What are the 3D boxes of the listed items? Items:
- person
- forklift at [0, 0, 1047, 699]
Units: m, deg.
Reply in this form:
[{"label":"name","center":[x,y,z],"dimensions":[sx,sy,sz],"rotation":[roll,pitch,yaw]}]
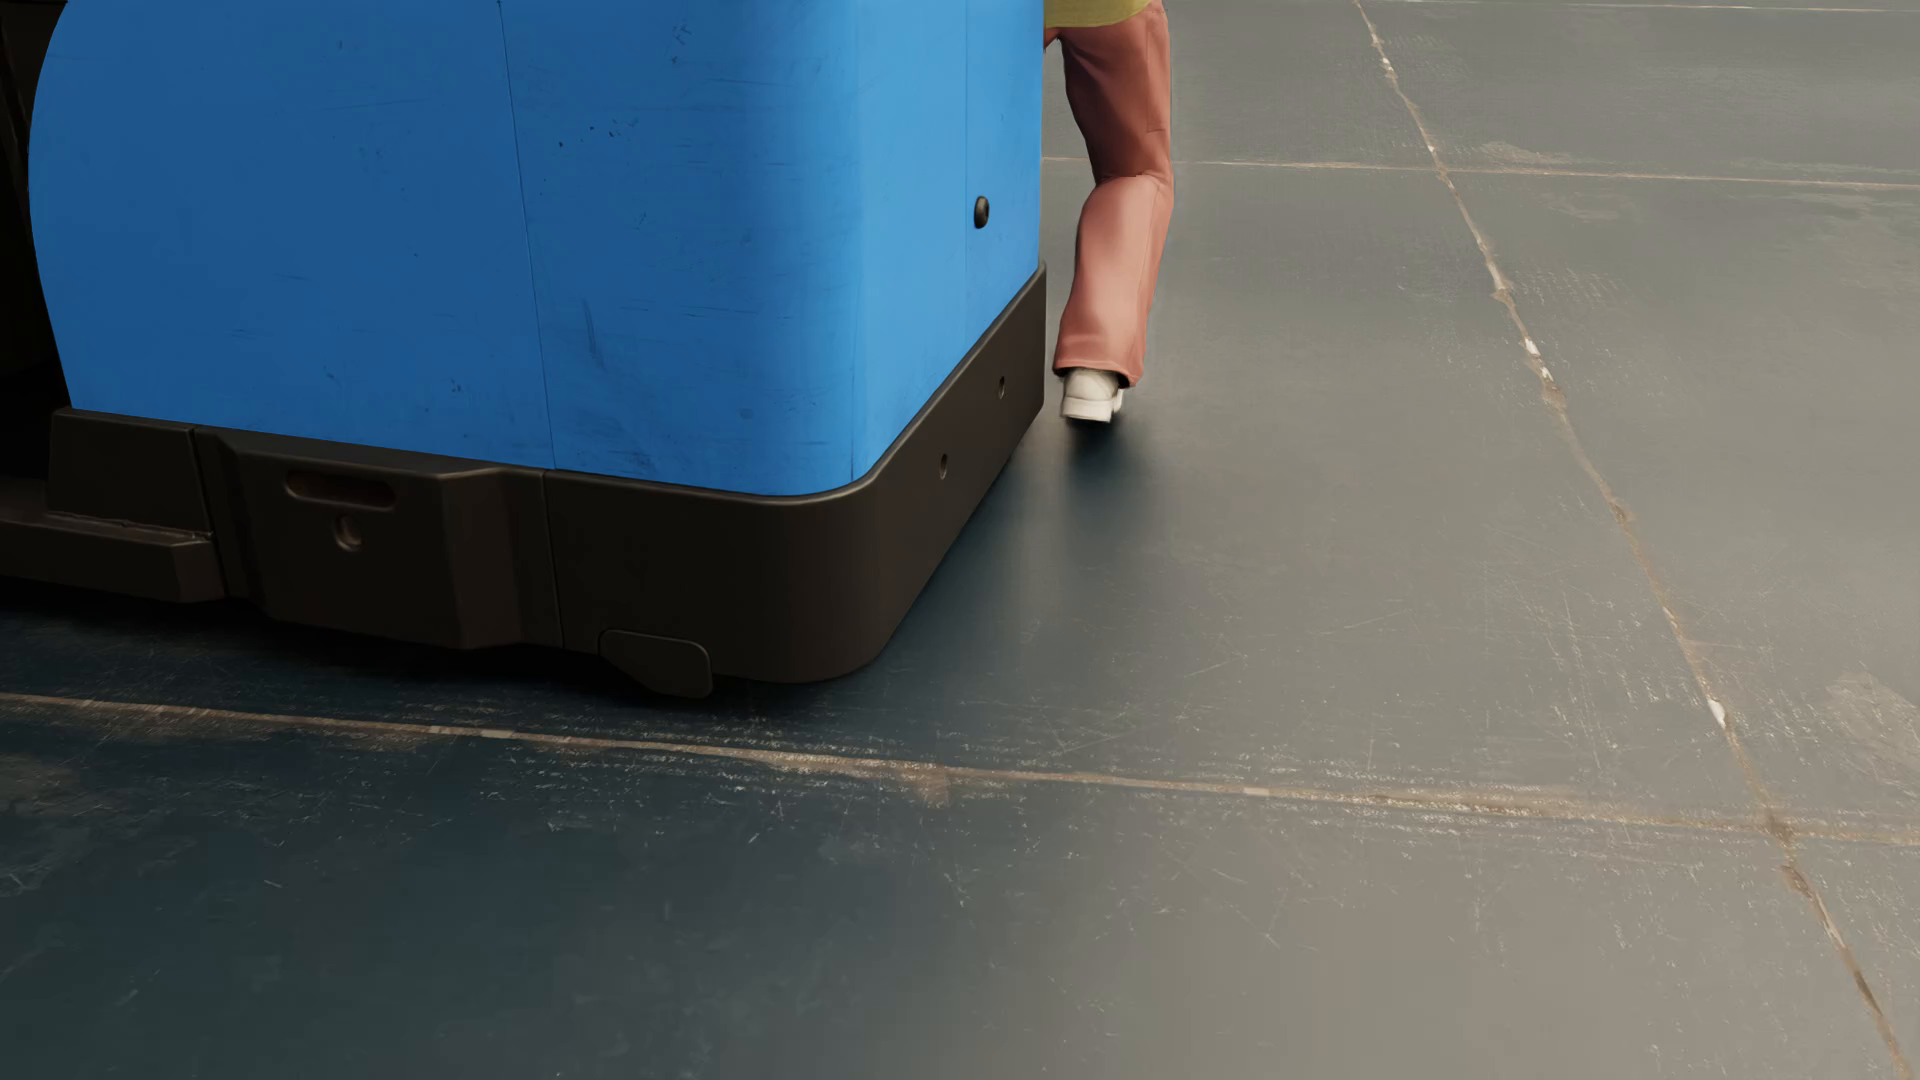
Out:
[{"label":"person","center":[0.152,-0.911,2.567],"dimensions":[0.900,1.546,0.692],"rotation":[-3,27,-6]},{"label":"forklift","center":[-1.435,-1.477,2.178],"dimensions":[3.031,2.935,1.130],"rotation":[7,27,15]}]
